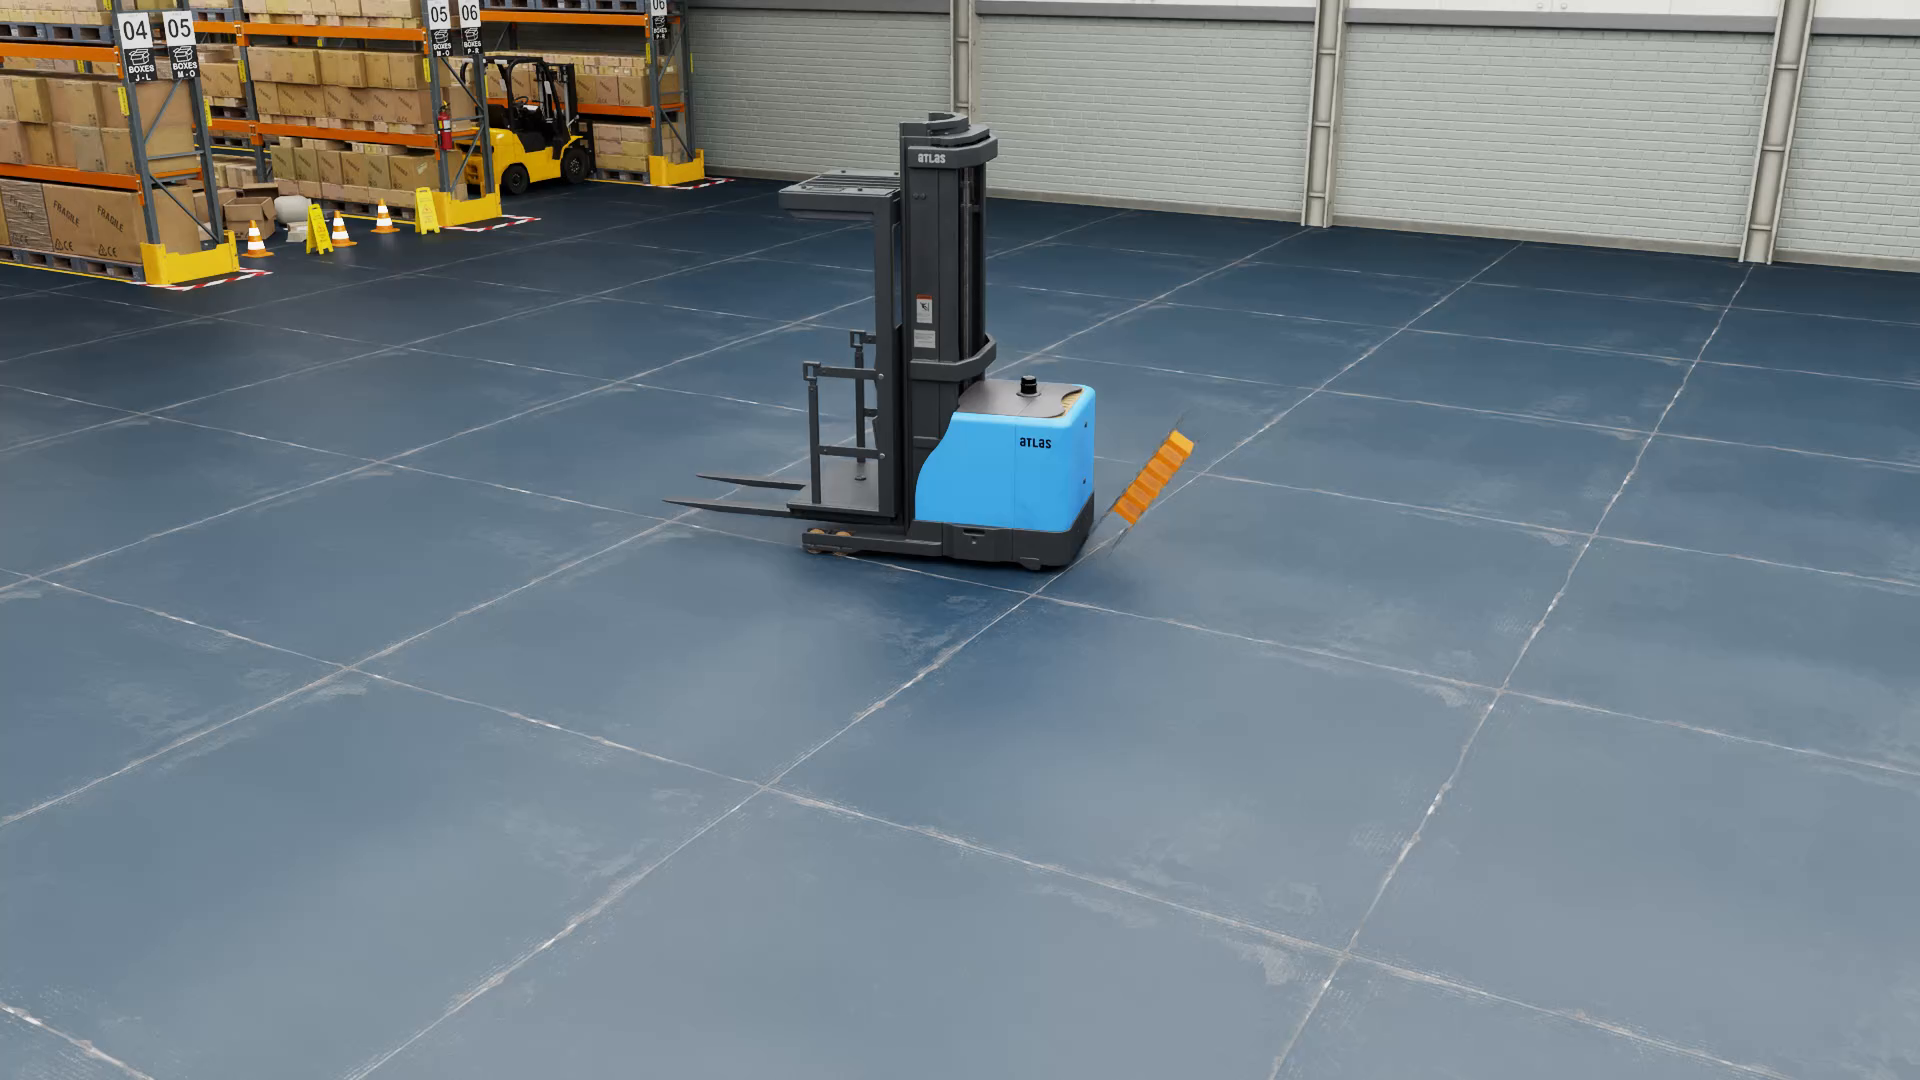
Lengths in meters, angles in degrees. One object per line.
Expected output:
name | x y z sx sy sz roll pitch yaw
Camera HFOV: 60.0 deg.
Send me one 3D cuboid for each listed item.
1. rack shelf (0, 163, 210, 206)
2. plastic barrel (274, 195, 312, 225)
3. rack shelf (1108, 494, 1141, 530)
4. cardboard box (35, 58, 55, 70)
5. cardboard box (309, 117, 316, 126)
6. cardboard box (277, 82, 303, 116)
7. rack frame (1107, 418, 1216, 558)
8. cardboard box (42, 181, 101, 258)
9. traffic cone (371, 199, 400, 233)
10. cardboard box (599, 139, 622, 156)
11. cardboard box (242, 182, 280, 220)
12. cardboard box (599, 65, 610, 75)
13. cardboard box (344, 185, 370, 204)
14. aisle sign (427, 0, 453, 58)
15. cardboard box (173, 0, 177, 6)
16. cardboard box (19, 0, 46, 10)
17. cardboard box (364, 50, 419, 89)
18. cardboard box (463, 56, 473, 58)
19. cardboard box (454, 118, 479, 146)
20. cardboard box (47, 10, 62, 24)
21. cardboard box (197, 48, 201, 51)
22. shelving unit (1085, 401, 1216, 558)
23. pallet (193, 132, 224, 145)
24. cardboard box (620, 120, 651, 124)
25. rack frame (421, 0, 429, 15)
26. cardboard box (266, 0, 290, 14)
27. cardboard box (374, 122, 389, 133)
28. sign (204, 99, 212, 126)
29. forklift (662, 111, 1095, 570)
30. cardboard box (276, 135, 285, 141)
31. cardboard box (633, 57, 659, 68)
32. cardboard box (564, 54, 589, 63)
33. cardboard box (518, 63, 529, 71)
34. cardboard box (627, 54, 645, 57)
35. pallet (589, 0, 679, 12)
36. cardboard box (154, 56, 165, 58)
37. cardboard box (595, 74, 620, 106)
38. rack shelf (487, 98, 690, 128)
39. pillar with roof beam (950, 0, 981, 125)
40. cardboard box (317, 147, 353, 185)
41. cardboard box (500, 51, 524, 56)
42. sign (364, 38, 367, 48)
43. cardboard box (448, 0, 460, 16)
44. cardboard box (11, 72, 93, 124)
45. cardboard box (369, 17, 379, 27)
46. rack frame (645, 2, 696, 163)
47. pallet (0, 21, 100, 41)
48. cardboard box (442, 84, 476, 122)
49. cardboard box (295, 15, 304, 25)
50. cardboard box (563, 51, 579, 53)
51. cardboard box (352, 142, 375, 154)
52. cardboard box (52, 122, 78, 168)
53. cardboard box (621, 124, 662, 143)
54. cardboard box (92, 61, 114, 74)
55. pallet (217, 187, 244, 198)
rack shelf | -11.473 -4.747 21.608 4.000 0.370 1.077 11 23 27
plastic barrel | -9.942 -4.925 24.821 0.512 0.421 0.421 -7 21 -20
rack shelf | 1.143 -0.196 11.481 0.180 0.103 0.258 37 24 0
cardboard box | -15.416 -8.182 28.409 0.500 0.500 0.500 11 23 28
cardboard box | -9.835 -6.494 25.738 0.250 0.149 0.380 11 23 27
cardboard box | -10.195 -6.863 25.802 0.500 0.500 0.500 11 23 27
rack frame | 1.372 -0.349 11.365 0.006 1.200 0.240 37 24 0
cardboard box | -11.120 -4.190 21.518 0.875 0.875 0.875 10 22 26
traffic cone | -8.405 -4.738 24.249 0.334 0.463 0.336 11 23 27
cardboard box | -5.993 -6.936 29.270 0.500 0.250 0.500 11 22 27
cardboard box | -10.621 -5.151 25.329 0.500 0.500 0.500 -7 21 -20
cardboard box | -6.068 -8.187 28.939 0.250 0.149 0.380 11 22 27
cardboard box | -9.146 -5.376 25.704 0.500 0.250 0.500 10 22 25
aisle sign | -7.488 -7.369 23.968 0.004 0.787 0.394 11 23 27
cardboard box | -12.357 -8.670 26.574 0.500 0.250 0.500 11 23 28
cardboard box | -11.164 -6.642 20.400 0.500 0.250 0.500 11 22 27
cardboard box | -8.391 -7.007 24.733 0.500 0.500 0.700 11 23 28
cardboard box | -9.104 -8.963 31.078 0.250 0.149 0.380 11 23 27
cardboard box | -8.936 -7.551 31.150 0.625 0.625 0.875 12 23 30
cardboard box | -10.847 -6.371 20.236 0.250 0.149 0.380 11 23 28
cardboard box | -12.819 -8.075 27.577 0.250 0.149 0.380 10 22 25
shelving unit | 1.298 -0.404 11.365 0.189 1.200 0.258 37 24 0
pallet | -16.059 -8.521 35.046 1.213 0.211 1.003 11 23 27
cardboard box | -5.748 -7.315 29.582 0.500 0.250 0.500 11 23 27
rack frame | -7.401 -9.063 23.655 0.127 3.000 1.000 11 23 27
cardboard box | -10.187 -8.150 25.320 0.500 0.250 0.500 11 22 27
cardboard box | -8.560 -6.216 24.970 0.250 0.149 0.380 11 23 28
sign | -9.451 -5.361 20.860 0.005 0.325 0.100 11 23 27
forklift | -0.609 -1.434 11.519 3.031 2.935 1.130 5 21 14
cardboard box | -13.331 -8.253 33.269 0.500 0.500 0.500 12 23 30
cardboard box | -5.399 -8.210 28.566 0.250 0.149 0.380 11 23 27
cardboard box | -6.741 -8.464 29.264 0.250 0.149 0.380 11 23 28
cardboard box | -7.678 -8.467 29.709 0.250 0.149 0.380 11 23 28
cardboard box | -5.622 -8.426 29.161 0.250 0.149 0.380 11 23 28
pallet | -5.588 -9.215 28.602 1.213 0.211 1.003 11 23 27
cardboard box | -13.396 -7.882 27.998 0.500 0.500 0.500 10 22 26
cardboard box | -5.989 -7.861 28.992 0.500 0.500 0.500 12 23 29
rack shelf | -6.729 -7.716 29.793 4.000 0.370 1.077 11 23 27
pillar with roof beam | -2.013 -8.646 22.505 0.400 9.000 9.100 11 23 27
cardboard box | -9.584 -5.815 25.814 0.500 0.500 0.500 12 23 30
cardboard box | -8.061 -8.726 29.988 0.250 0.149 0.380 11 23 28
sign | -11.700 -9.762 32.680 0.005 0.325 0.100 11 23 27
cardboard box | -7.710 -7.886 24.590 0.500 0.250 0.500 10 22 26
cardboard box | -11.506 -5.651 21.242 0.500 0.550 0.875 11 23 27
cardboard box | -8.486 -7.659 24.551 0.250 0.149 0.380 11 23 28
rack frame | -4.983 -7.722 28.753 0.127 3.000 1.000 11 23 27
pallet | -11.448 -6.444 20.962 1.213 0.211 1.003 11 23 27
cardboard box | -7.679 -6.591 25.055 0.500 0.500 0.500 10 22 26
cardboard box | -9.842 -7.906 25.231 0.250 0.149 0.380 10 22 26
cardboard box | -6.947 -8.693 29.896 0.250 0.149 0.380 11 22 27
cardboard box | -9.028 -5.989 25.343 0.250 0.149 0.380 12 23 30
cardboard box | -10.991 -5.087 21.270 0.550 0.550 0.875 11 23 27
cardboard box | -5.537 -7.080 28.935 0.500 0.250 0.500 12 23 29
cardboard box | -14.105 -7.814 27.810 0.500 0.500 0.500 10 22 26
pallet | -11.573 -5.727 27.343 1.213 0.211 1.003 11 23 27
